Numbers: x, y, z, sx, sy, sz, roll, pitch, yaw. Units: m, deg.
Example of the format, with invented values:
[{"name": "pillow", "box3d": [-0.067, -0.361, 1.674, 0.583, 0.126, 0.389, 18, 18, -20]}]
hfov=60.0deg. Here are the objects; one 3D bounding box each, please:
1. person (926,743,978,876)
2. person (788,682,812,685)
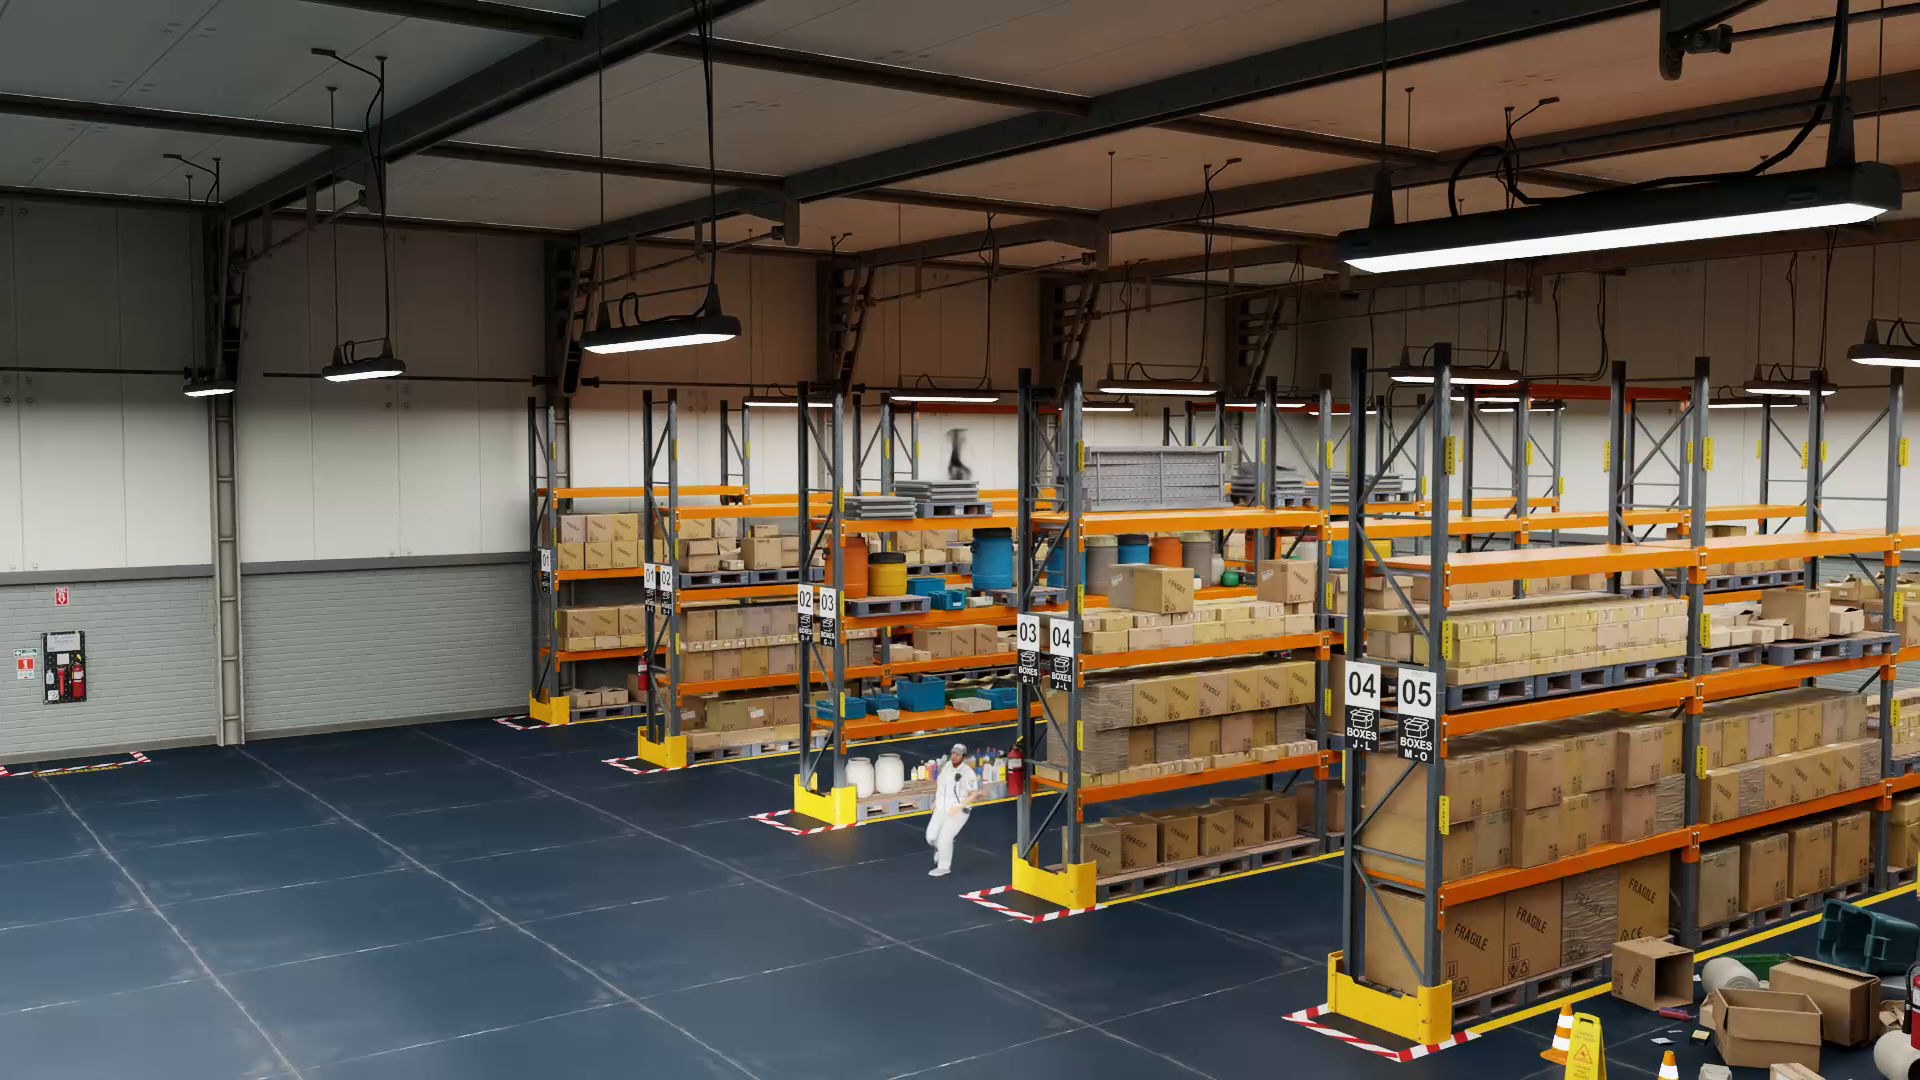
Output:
[{"name": "person", "box3d": [-0.110, 3.205, 19.712, 0.645, 1.595, 0.512, 2, 4, 35]}, {"name": "person", "box3d": [-2.968, 2.534, 30.674, 0.649, 1.649, 0.745, 2, 4, 35]}]
